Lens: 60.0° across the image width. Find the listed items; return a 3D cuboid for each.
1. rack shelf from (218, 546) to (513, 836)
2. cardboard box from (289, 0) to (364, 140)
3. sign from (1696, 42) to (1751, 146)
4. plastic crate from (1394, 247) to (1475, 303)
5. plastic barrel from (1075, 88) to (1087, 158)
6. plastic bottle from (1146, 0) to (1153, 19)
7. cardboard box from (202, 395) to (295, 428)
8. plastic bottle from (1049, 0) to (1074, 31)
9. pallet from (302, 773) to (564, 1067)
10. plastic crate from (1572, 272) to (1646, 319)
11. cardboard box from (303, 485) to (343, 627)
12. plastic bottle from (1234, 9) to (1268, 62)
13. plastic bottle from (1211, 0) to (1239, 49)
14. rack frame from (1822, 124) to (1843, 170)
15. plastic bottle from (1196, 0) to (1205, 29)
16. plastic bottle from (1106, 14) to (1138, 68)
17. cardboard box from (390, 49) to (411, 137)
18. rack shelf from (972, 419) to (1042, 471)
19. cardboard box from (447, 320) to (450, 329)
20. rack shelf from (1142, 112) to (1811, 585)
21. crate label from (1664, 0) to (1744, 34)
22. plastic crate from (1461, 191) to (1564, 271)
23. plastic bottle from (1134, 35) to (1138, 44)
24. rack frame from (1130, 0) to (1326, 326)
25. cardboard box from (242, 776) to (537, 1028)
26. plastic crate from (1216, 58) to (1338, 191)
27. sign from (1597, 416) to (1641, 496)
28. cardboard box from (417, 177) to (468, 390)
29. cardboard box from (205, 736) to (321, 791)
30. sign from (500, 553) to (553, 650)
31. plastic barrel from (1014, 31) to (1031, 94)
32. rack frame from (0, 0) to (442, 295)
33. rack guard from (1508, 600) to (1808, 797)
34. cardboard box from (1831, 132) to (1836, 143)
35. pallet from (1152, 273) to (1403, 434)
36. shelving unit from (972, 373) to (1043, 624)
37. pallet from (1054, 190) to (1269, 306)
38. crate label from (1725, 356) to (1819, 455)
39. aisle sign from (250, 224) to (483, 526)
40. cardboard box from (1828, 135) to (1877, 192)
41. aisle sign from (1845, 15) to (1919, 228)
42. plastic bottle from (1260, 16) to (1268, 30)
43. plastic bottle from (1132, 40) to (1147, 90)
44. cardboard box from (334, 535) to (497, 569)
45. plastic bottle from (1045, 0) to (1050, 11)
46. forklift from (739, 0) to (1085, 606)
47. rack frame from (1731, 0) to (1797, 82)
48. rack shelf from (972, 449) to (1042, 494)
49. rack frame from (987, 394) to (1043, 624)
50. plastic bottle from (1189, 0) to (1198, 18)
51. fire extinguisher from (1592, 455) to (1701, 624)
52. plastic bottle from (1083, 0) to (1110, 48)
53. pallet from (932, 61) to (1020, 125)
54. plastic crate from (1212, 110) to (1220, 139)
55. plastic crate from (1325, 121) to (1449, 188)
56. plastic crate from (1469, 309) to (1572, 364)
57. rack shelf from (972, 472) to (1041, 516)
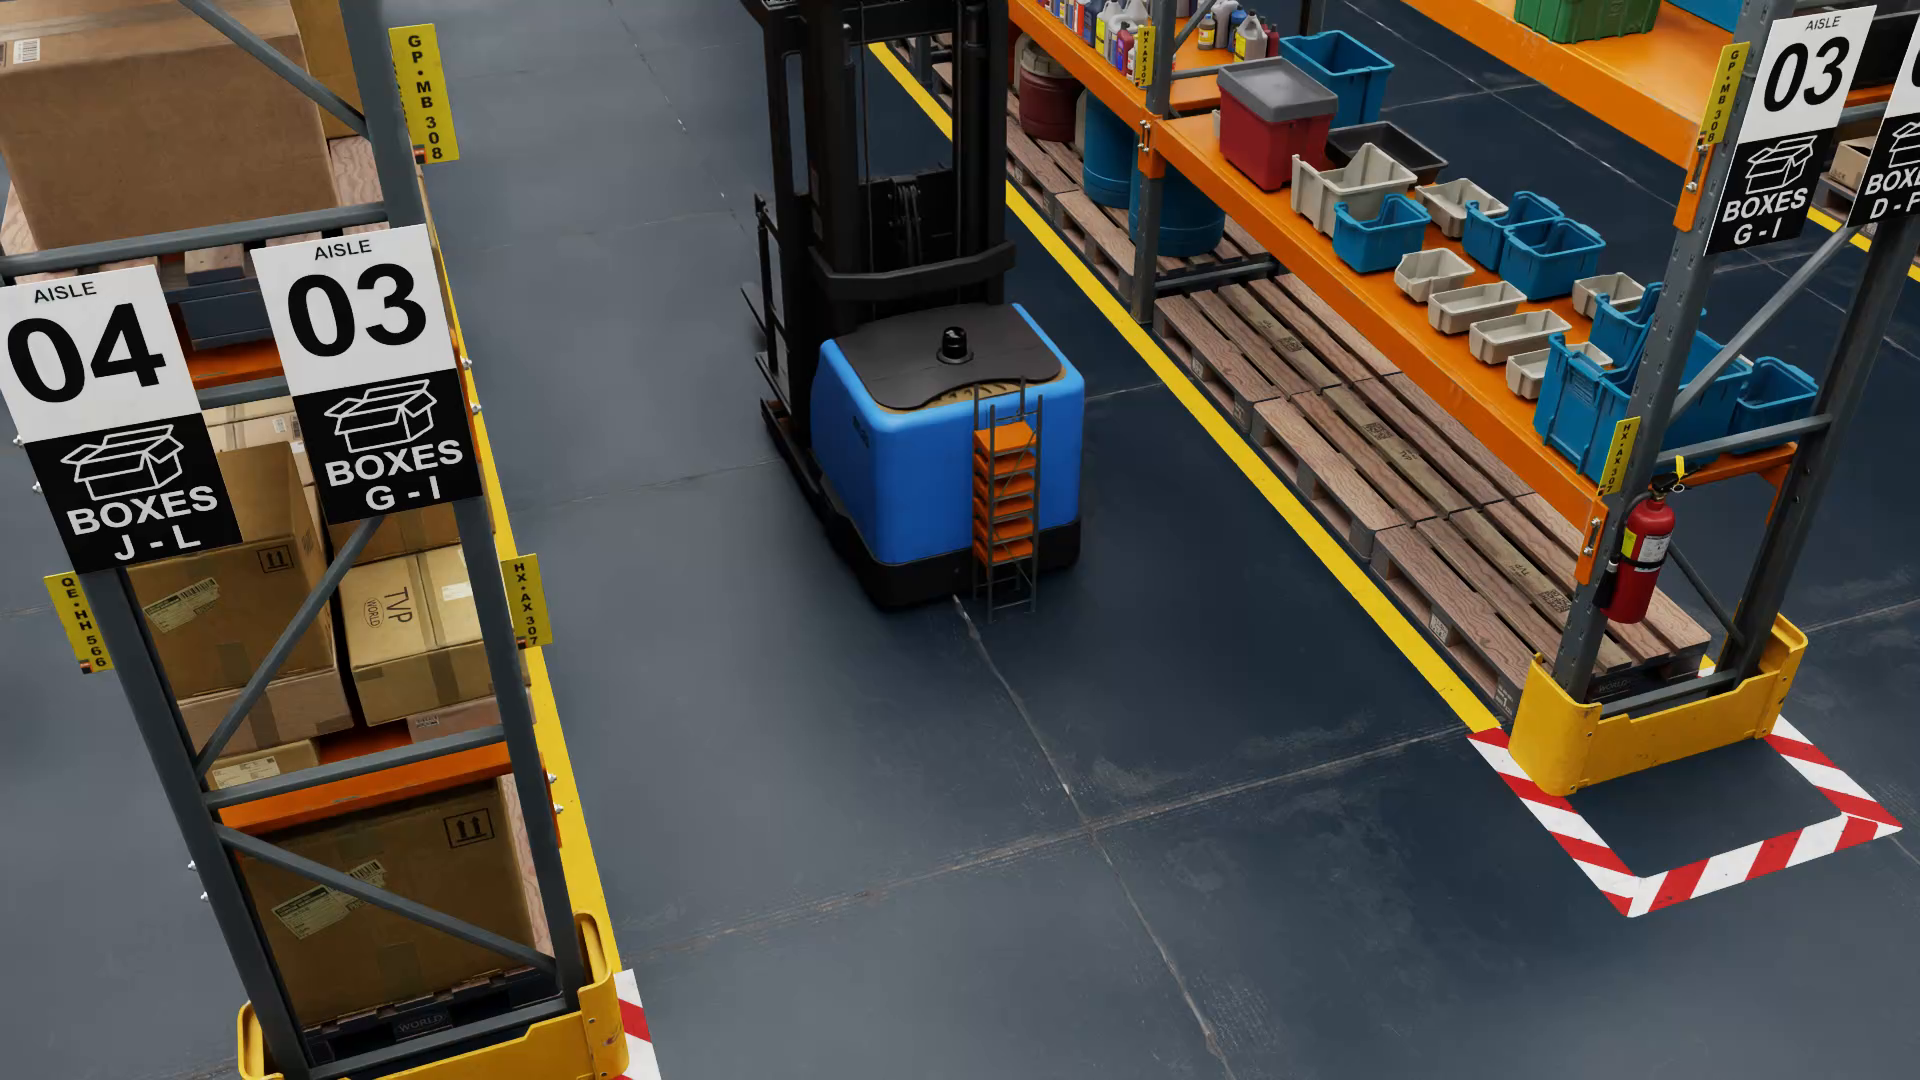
[{"bbox_3d":[-2.444,-0.253,6.529,0.919,0.124,3.809,-12,39,-16],"label":"rack shelf"},{"bbox_3d":[-2.065,-1.404,4.612,0.700,0.500,0.500,-14,39,-18],"label":"cardboard box"},{"bbox_3d":[2.384,-1.392,5.198,0.100,0.325,0.005,-12,39,-16],"label":"sign"},{"bbox_3d":[2.120,-1.182,7.496,0.298,0.136,0.250,-12,39,-16],"label":"plastic crate"},{"bbox_3d":[0.993,-2.840,11.246,0.421,0.512,0.421,0,37,0],"label":"plastic barrel"},{"bbox_3d":[1.256,-3.400,10.374,0.152,0.276,0.135,-12,39,-16],"label":"plastic bottle"},{"bbox_3d":[-2.704,-0.478,6.269,0.500,0.250,0.500,-12,39,-16],"label":"cardboard box"},{"bbox_3d":[0.694,-3.357,10.317,0.152,0.276,0.367,-12,39,-16],"label":"plastic bottle"},{"bbox_3d":[-2.104,1.346,6.288,1.003,0.211,1.213,-12,39,-16],"label":"pallet"},{"bbox_3d":[2.853,-1.066,7.341,0.250,0.136,0.298,-12,39,-16],"label":"plastic crate"},{"bbox_3d":[-2.345,0.103,5.498,0.500,0.250,0.500,-13,39,-17],"label":"cardboard box"},{"bbox_3d":[1.688,-2.887,9.631,0.144,0.351,0.185,-12,39,-16],"label":"plastic bottle"},{"bbox_3d":[1.591,-3.115,9.996,0.152,0.276,0.135,-12,39,-16],"label":"plastic bottle"},{"bbox_3d":[6.171,-3.641,10.591,1.000,3.000,0.127,-12,39,-16],"label":"rack frame"},{"bbox_3d":[1.510,-3.267,10.259,0.097,0.201,0.097,0,37,0],"label":"plastic bottle"},{"bbox_3d":[0.954,-2.930,9.750,0.152,0.276,0.135,-12,39,-16],"label":"plastic bottle"},{"bbox_3d":[-4.290,-2.777,10.860,1.225,0.875,0.875,-14,39,-18],"label":"cardboard box"},{"bbox_3d":[0.206,-0.418,7.283,0.258,0.103,0.180,-13,39,-17],"label":"rack shelf"},{"bbox_3d":[-2.023,-0.592,5.797,0.500,0.500,0.500,-13,39,-17],"label":"cardboard box"},{"bbox_3d":[2.207,-1.201,7.949,1.077,0.370,4.000,-12,39,-16],"label":"rack shelf"},{"bbox_3d":[2.881,-2.085,6.156,0.408,0.251,0.502,-12,39,-16],"label":"crate label"},{"bbox_3d":[2.563,-1.436,7.753,0.416,0.233,0.300,-12,39,-16],"label":"plastic crate"},{"bbox_3d":[1.025,-2.842,9.695,0.097,0.201,0.097,0,37,0],"label":"plastic bottle"},{"bbox_3d":[1.519,-2.618,9.232,1.000,3.000,0.127,-12,39,-16],"label":"rack frame"},{"bbox_3d":[-2.051,1.003,5.842,0.875,0.875,0.875,-12,39,-16],"label":"cardboard box"},{"bbox_3d":[1.590,-2.111,8.457,0.402,0.464,0.583,-12,39,-16],"label":"plastic crate"},{"bbox_3d":[2.384,-0.300,6.020,0.100,0.325,0.005,-12,39,-16],"label":"sign"},{"bbox_3d":[-3.371,-1.269,8.858,1.225,0.875,0.875,-12,39,-16],"label":"cardboard box"},{"bbox_3d":[-2.187,0.635,5.123,0.380,0.149,0.250,-12,39,-15],"label":"cardboard box"},{"bbox_3d":[-1.232,0.178,4.735,0.100,0.325,0.005,-12,39,-16],"label":"sign"},{"bbox_3d":[0.605,-3.478,12.093,0.421,0.512,0.421,0,37,0],"label":"plastic barrel"},{"bbox_3d":[-1.755,-1.729,3.066,1.000,3.000,0.127,-12,39,-16],"label":"rack frame"},{"bbox_3d":[2.915,0.651,6.970,1.175,0.500,0.348,-12,39,-16],"label":"rack guard"},{"bbox_3d":[5.732,-3.038,11.502,0.500,0.500,0.500,-13,39,-16],"label":"cardboard box"},{"bbox_3d":[1.808,-1.097,9.531,1.003,0.211,1.213,-12,39,-16],"label":"pallet"},{"bbox_3d":[0.206,-0.166,7.473,0.258,1.200,0.189,-13,39,-17],"label":"shelving unit"},{"bbox_3d":[1.292,-1.949,10.661,1.003,0.211,1.213,-12,39,-16],"label":"pallet"},{"bbox_3d":[3.119,-0.523,6.540,0.416,0.233,0.303,-12,39,-16],"label":"crate label"},{"bbox_3d":[-1.449,-0.393,4.117,0.394,0.787,0.004,-12,39,-16],"label":"aisle sign"},{"bbox_3d":[6.112,-2.461,10.893,0.500,0.311,0.500,-12,39,-16],"label":"cardboard box"},{"bbox_3d":[3.199,-1.417,5.478,0.394,0.787,0.004,-12,39,-16],"label":"aisle sign"},{"bbox_3d":[1.747,-2.942,9.760,0.061,0.283,0.133,-12,39,-16],"label":"plastic bottle"},{"bbox_3d":[1.079,-2.724,9.476,0.152,0.276,0.135,-12,39,-16],"label":"plastic bottle"},{"bbox_3d":[-1.852,-0.011,5.649,0.500,0.250,0.500,-13,39,-16],"label":"cardboard box"},{"bbox_3d":[0.588,-3.452,10.505,0.097,0.201,0.097,0,37,0],"label":"plastic bottle"},{"bbox_3d":[-0.434,-1.748,8.135,1.130,2.935,3.031,-13,39,-17],"label":"forklift"},{"bbox_3d":[2.895,-2.755,4.428,1.000,3.000,0.127,-12,39,-16],"label":"rack frame"},{"bbox_3d":[0.206,-0.322,7.355,0.258,0.103,0.180,-13,39,-17],"label":"rack shelf"},{"bbox_3d":[0.240,-0.114,7.405,0.240,1.200,0.006,-13,39,-17],"label":"rack frame"},{"bbox_3d":[1.487,-3.368,10.326,0.061,0.283,0.133,-12,39,-16],"label":"plastic bottle"},{"bbox_3d":[2.520,0.001,6.130,0.296,0.674,0.183,-12,39,-16],"label":"fire extinguisher"},{"bbox_3d":[0.831,-3.154,9.985,0.144,0.351,0.185,-12,39,-16],"label":"plastic bottle"},{"bbox_3d":[0.453,-3.327,12.491,1.003,0.211,1.213,-12,39,-16],"label":"pallet"},{"bbox_3d":[1.545,-2.244,8.905,0.396,0.136,0.243,-12,39,-16],"label":"plastic crate"},{"bbox_3d":[2.156,-1.955,8.532,0.437,0.125,0.590,-12,39,-16],"label":"plastic crate"},{"bbox_3d":[2.358,-0.867,7.077,0.396,0.136,0.243,-12,39,-16],"label":"plastic crate"},{"bbox_3d":[0.206,-0.226,7.427,0.258,0.103,0.180,-13,39,-17],"label":"rack shelf"}]
